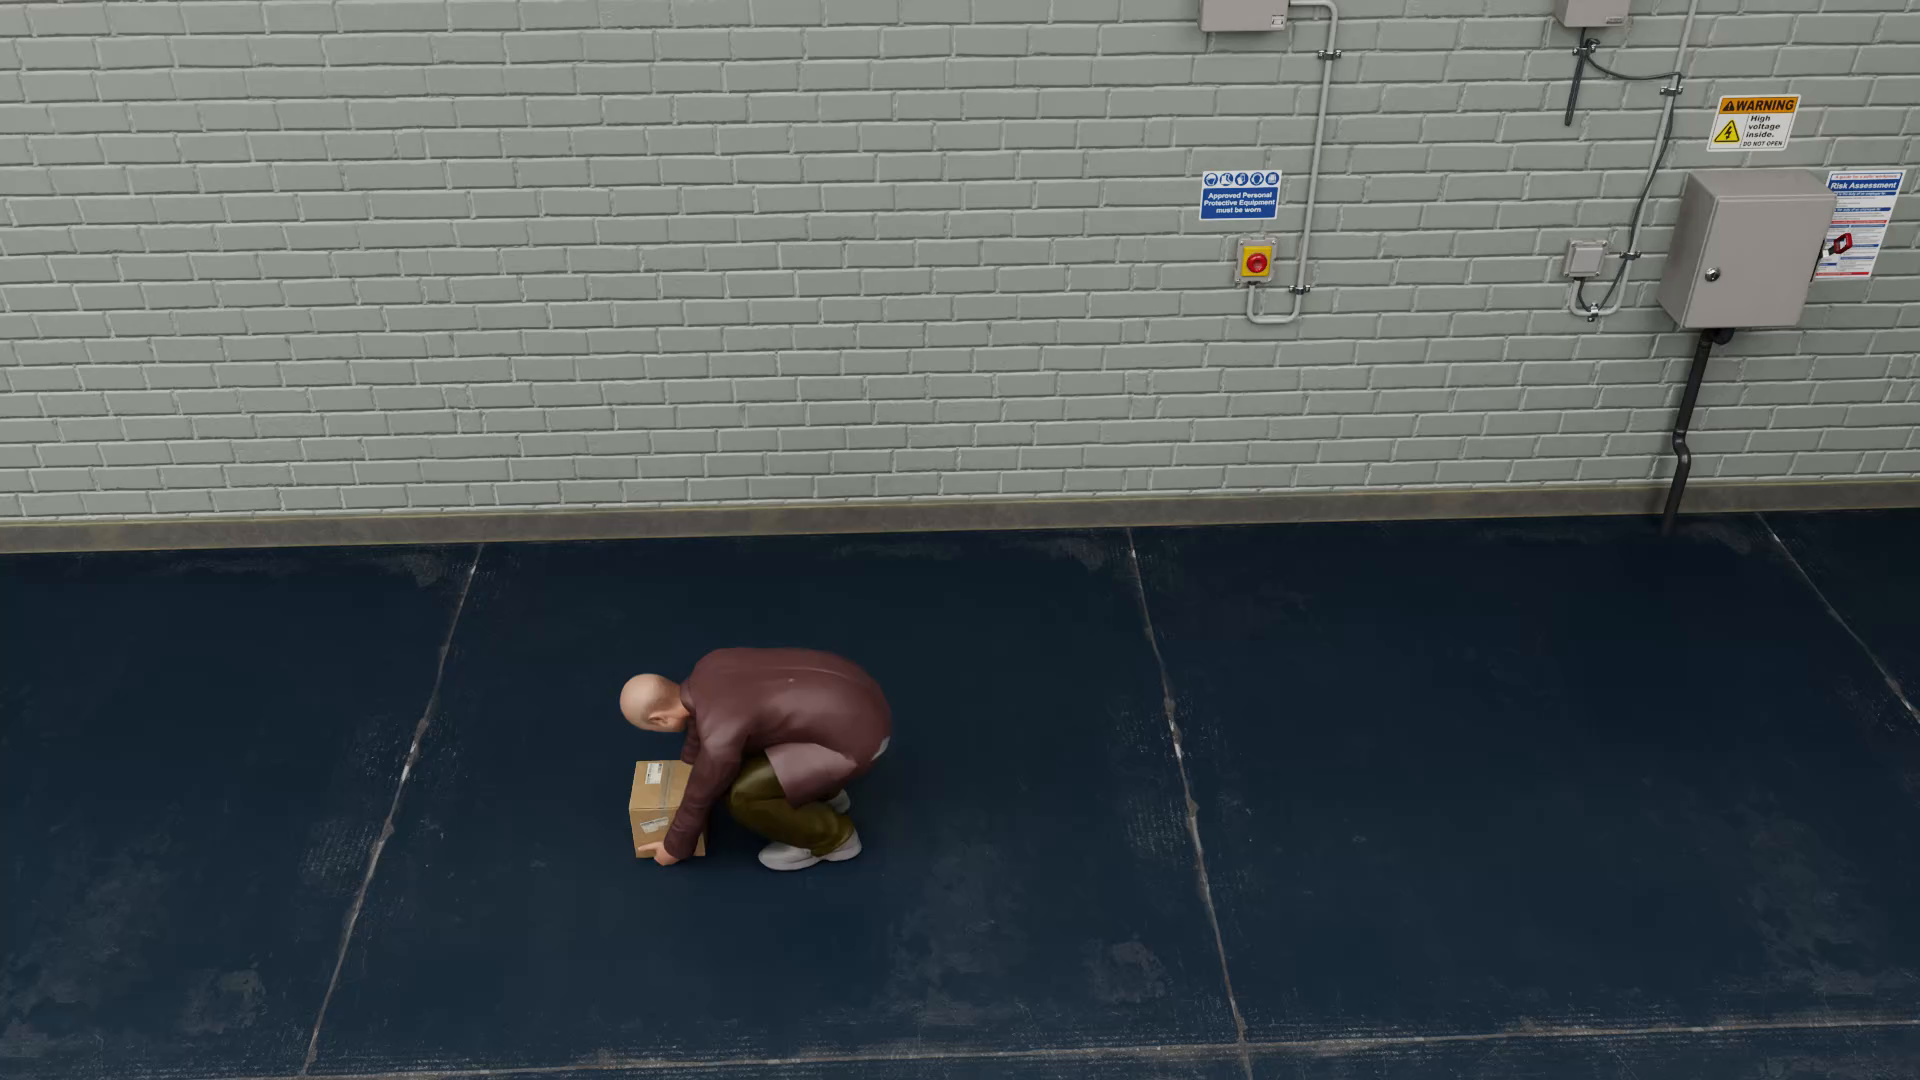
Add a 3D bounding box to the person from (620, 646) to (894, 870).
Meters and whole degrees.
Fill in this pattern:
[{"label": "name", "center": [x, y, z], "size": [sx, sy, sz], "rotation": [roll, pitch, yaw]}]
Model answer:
[{"label": "person", "center": [-0.705, 0.765, 5.941], "size": [0.939, 0.807, 0.574], "rotation": [-2, 35, -3]}]
